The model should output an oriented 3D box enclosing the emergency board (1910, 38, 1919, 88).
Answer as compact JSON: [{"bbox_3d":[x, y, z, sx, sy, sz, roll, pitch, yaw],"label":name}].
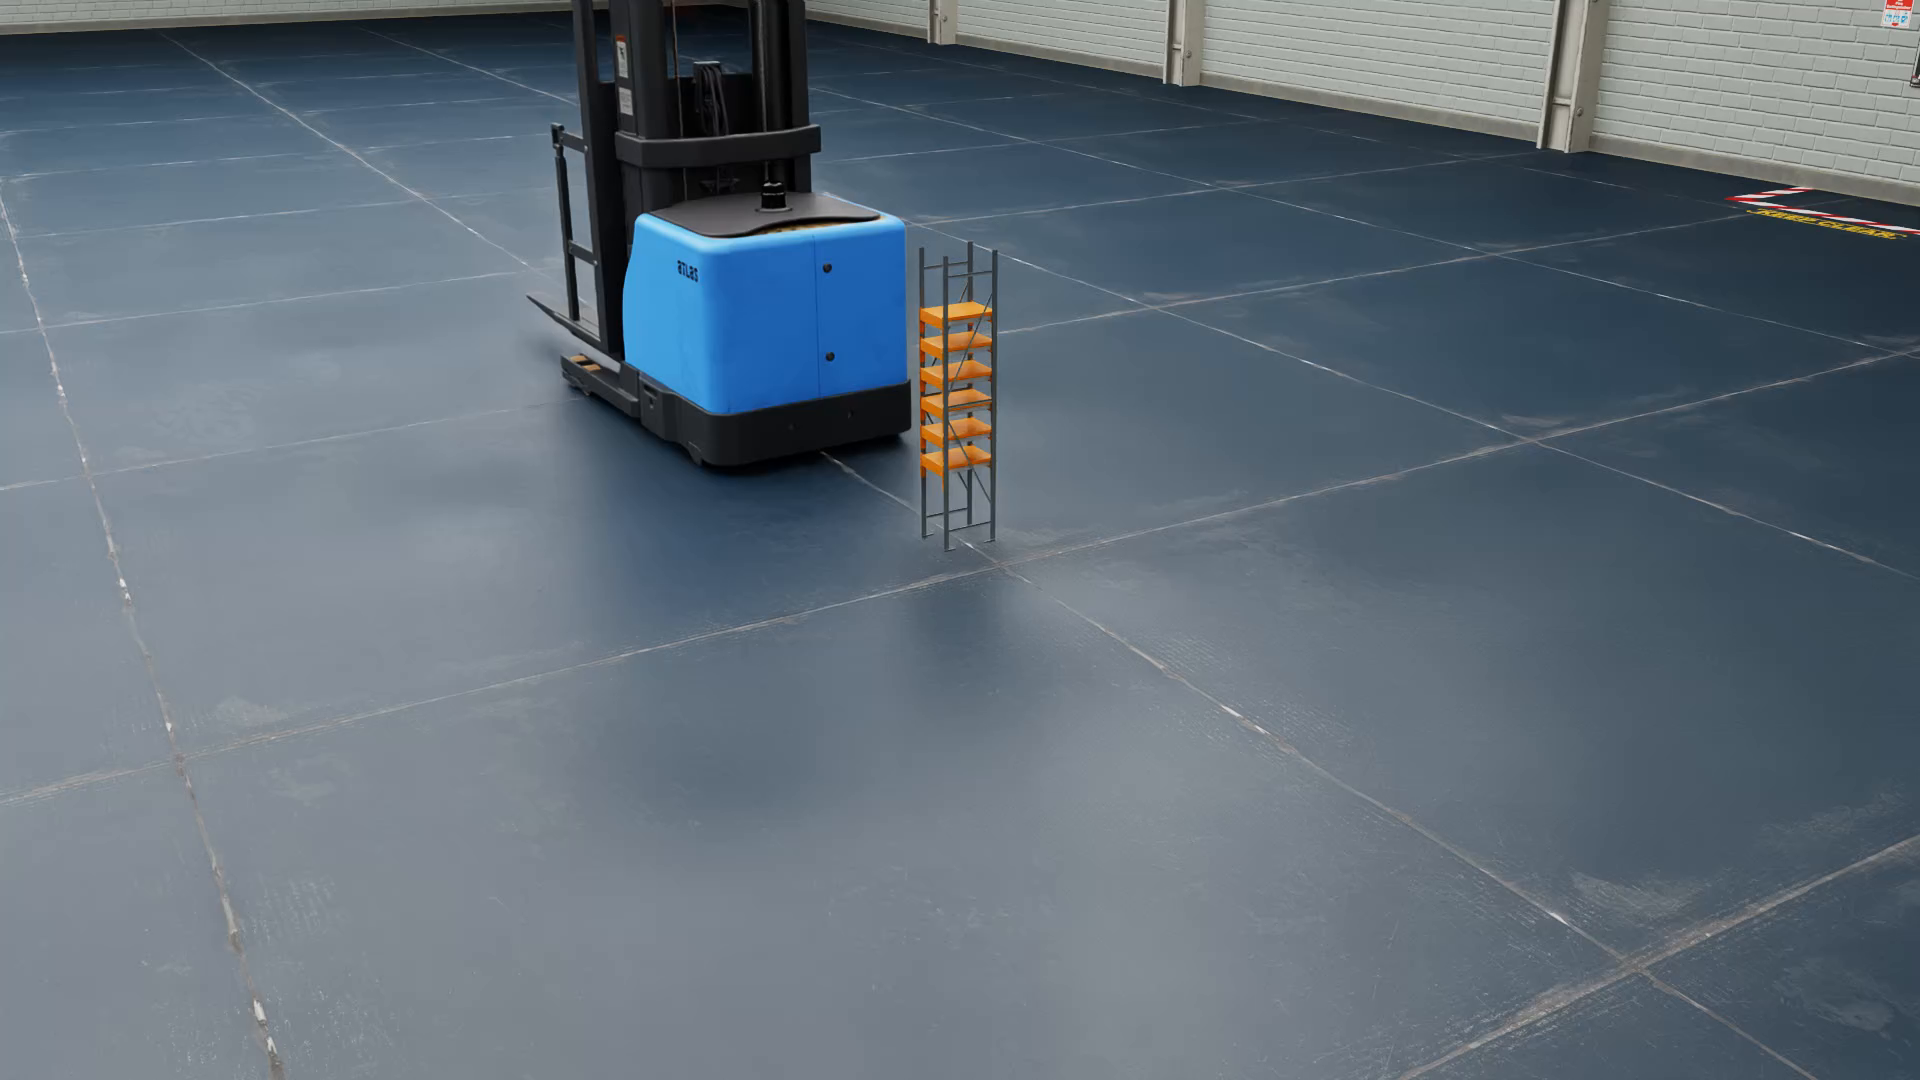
[{"bbox_3d":[7.705,-4.060,12.816,0.157,1.169,0.626,-13,25,-28],"label":"emergency board"}]

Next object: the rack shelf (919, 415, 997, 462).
[{"bbox_3d":[-0.007,-0.408,6.659,0.258,0.103,0.180,-13,25,-28],"label":"rack shelf"}]

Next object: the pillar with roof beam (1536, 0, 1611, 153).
[{"bbox_3d":[2.157,-7.139,12.426,9.100,9.000,0.400,-13,25,-28],"label":"pillar with roof beam"}]

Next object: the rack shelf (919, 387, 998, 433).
[{"bbox_3d":[-0.007,-0.519,6.614,0.258,0.103,0.180,-13,25,-28],"label":"rack shelf"}]

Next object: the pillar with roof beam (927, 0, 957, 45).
[{"bbox_3d":[-3.972,-11.024,21.983,9.100,9.000,0.400,-13,25,-28],"label":"pillar with roof beam"}]

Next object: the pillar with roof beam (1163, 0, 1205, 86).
[{"bbox_3d":[-0.907,-9.082,17.204,9.100,9.000,0.400,-13,25,-28],"label":"pillar with roof beam"}]

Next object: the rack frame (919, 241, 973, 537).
[{"bbox_3d":[-0.054,-0.590,6.670,0.240,1.200,0.006,-13,25,-28],"label":"rack frame"}]

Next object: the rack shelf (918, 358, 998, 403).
[{"bbox_3d":[-0.007,-0.631,6.569,0.258,0.103,0.180,-13,25,-28],"label":"rack shelf"}]

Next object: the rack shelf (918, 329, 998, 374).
[{"bbox_3d":[-0.007,-0.742,6.523,0.258,0.103,0.180,-13,25,-28],"label":"rack shelf"}]

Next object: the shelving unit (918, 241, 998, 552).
[{"bbox_3d":[-0.007,-0.561,6.597,0.258,1.200,0.189,-13,25,-28],"label":"shelving unit"}]

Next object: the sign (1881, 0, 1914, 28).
[{"bbox_3d":[7.500,-4.269,13.283,0.001,0.329,0.234,-13,25,-28],"label":"sign"}]

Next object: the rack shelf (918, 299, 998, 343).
[{"bbox_3d":[-0.007,-0.853,6.478,0.258,0.103,0.180,-13,25,-28],"label":"rack shelf"}]

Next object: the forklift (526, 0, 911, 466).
[{"bbox_3d":[-1.452,-2.191,8.310,1.130,2.935,3.031,-14,26,-30],"label":"forklift"}]

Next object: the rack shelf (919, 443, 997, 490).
[{"bbox_3d":[-0.007,-0.297,6.704,0.258,0.103,0.180,-13,25,-28],"label":"rack shelf"}]

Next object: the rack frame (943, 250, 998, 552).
[{"bbox_3d":[0.039,-0.531,6.524,0.240,1.200,0.006,-13,25,-28],"label":"rack frame"}]

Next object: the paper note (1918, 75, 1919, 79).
[{"bbox_3d":[7.663,-3.716,13.140,0.016,0.148,0.142,-13,25,-28],"label":"paper note"}]
